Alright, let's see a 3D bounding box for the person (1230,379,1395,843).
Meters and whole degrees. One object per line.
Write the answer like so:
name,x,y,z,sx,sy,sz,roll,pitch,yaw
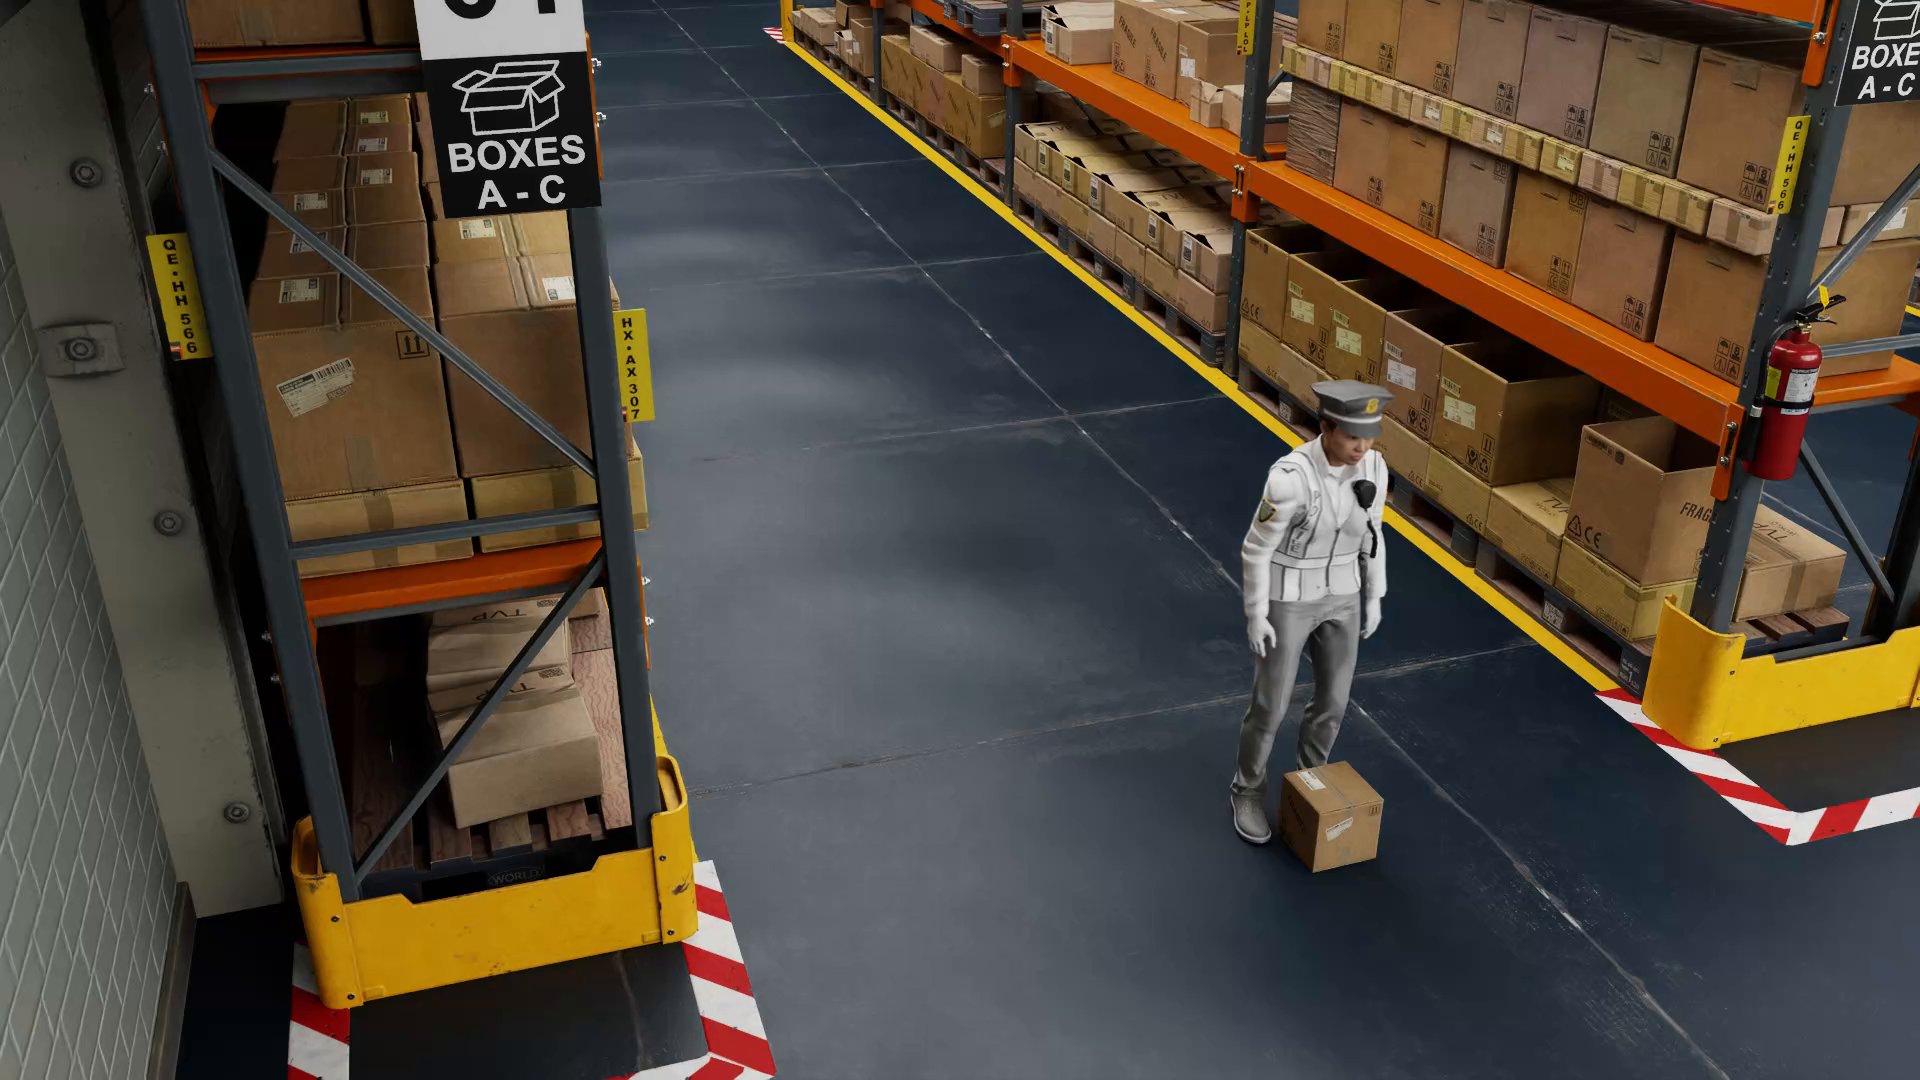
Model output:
person,1.203,0.227,5.654,0.535,1.663,0.379,-9,28,-17
